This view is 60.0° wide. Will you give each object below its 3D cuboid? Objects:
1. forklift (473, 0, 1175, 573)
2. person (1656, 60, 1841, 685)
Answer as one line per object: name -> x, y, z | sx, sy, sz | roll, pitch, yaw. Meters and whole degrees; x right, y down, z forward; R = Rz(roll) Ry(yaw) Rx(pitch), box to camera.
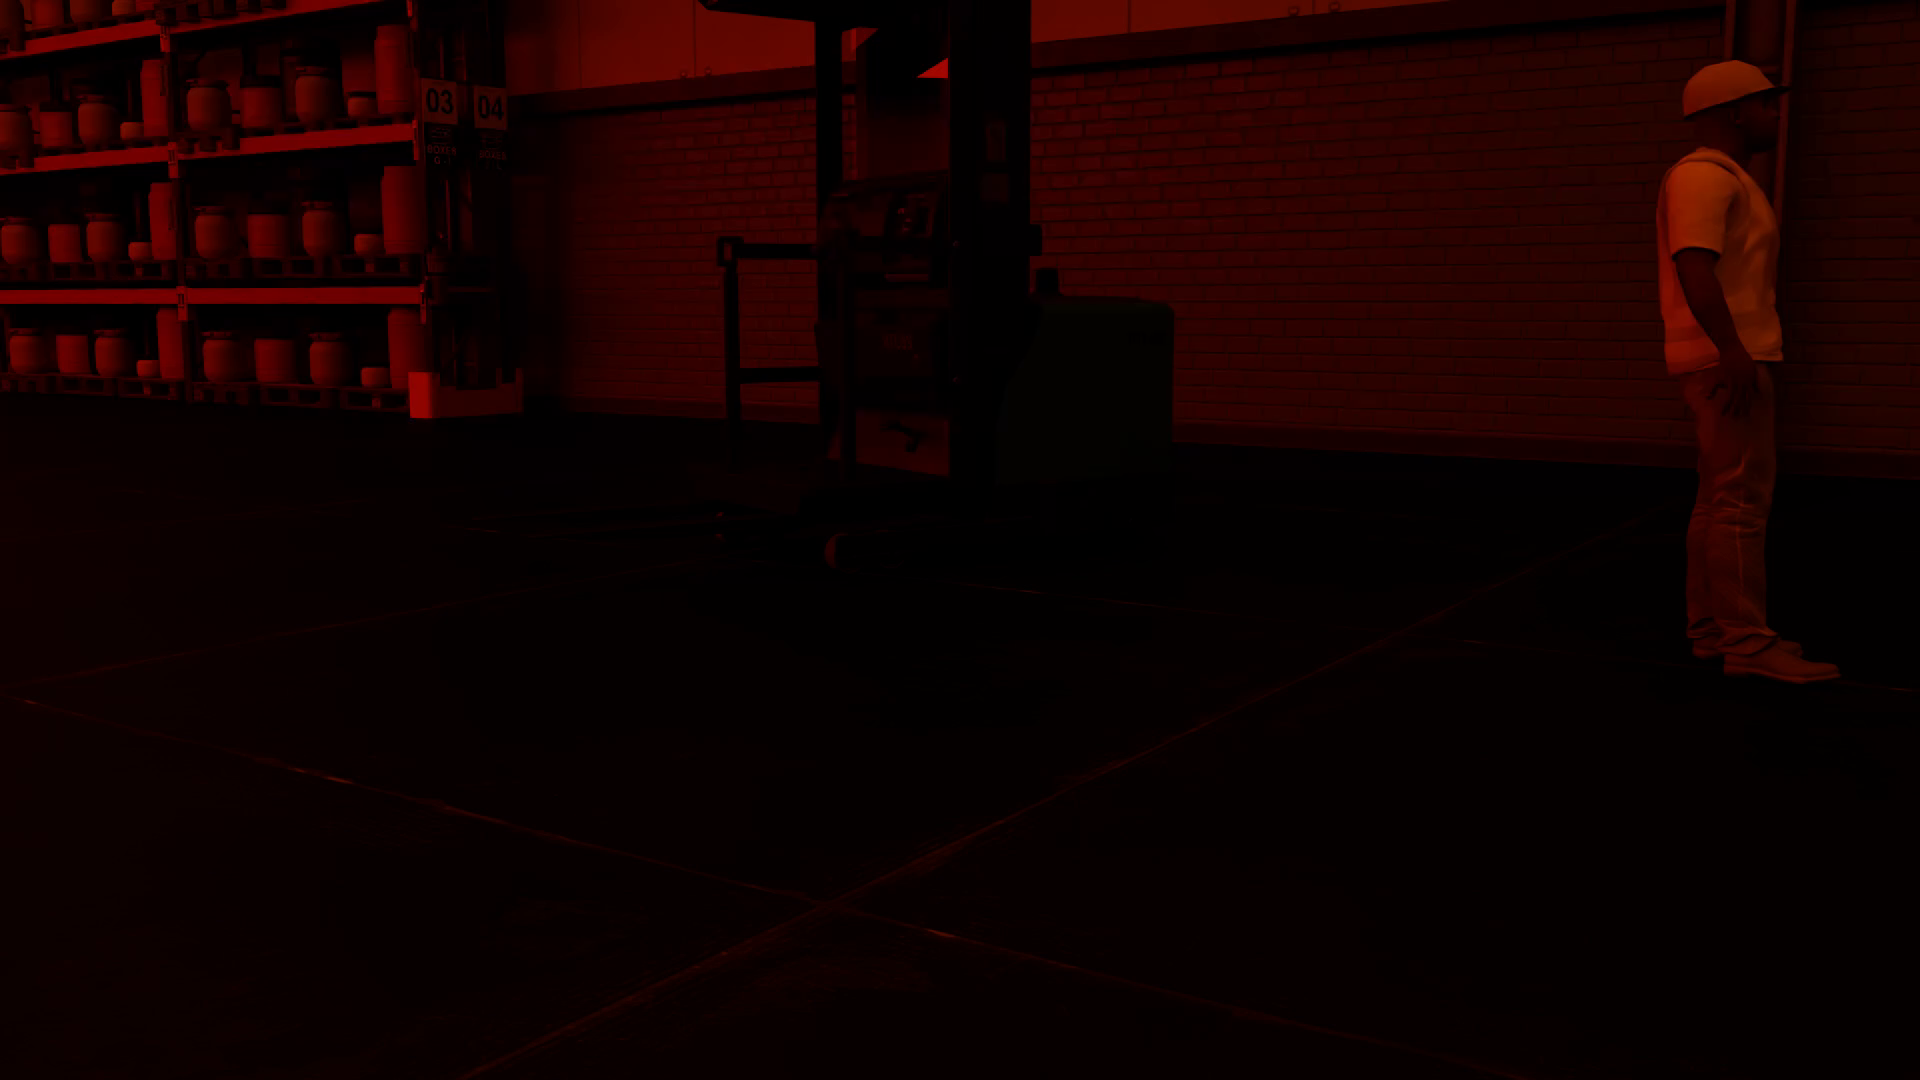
forklift -> -0.512, -1.401, 7.045 | 3.031, 2.935, 1.130 | -6, 10, -34
person -> 2.328, -0.510, 4.878 | 0.566, 1.768, 0.665 | 4, 9, 27
